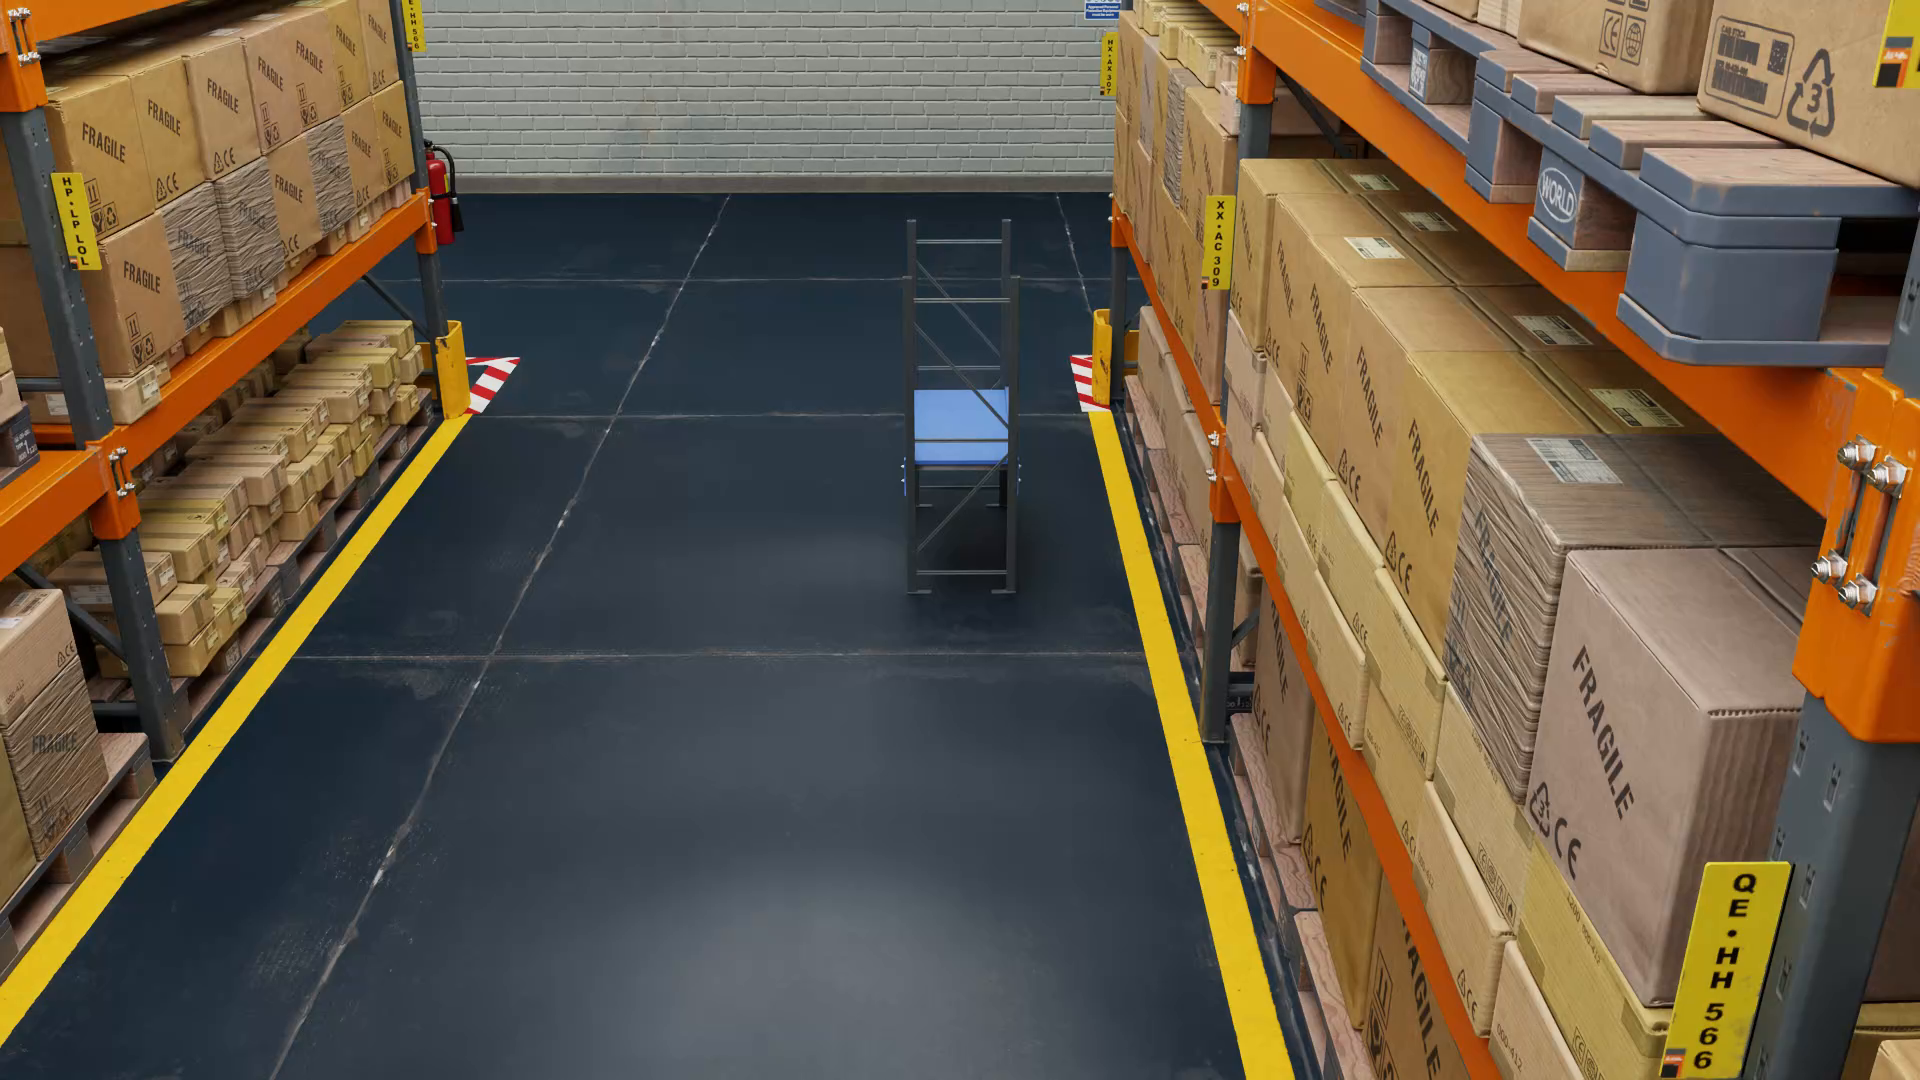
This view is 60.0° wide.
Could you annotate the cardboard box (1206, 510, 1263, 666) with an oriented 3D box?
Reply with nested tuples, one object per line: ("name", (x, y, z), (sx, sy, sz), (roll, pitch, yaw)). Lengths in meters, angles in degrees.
("cardboard box", (1.544, 0.123, 6.939), (0.875, 0.438, 0.875), (-1, 24, -1))

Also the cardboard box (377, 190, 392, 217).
("cardboard box", (-3.297, -1.829, 8.958), (0.380, 0.149, 0.250), (0, 24, -1))

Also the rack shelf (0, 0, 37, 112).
("rack shelf", (-3.483, -0.745, 3.491), (1.077, 0.370, 4.000), (0, 24, -1))

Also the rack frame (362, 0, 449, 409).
("rack frame", (-3.549, -2.179, 9.427), (1.000, 3.000, 0.127), (0, 24, -1))

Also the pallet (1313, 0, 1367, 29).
("pallet", (1.503, -1.496, 4.511), (0.805, 0.209, 1.217), (-1, 24, -3))

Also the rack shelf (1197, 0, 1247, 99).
("rack shelf", (1.422, -2.457, 7.276), (1.077, 0.370, 4.000), (0, 24, -1))

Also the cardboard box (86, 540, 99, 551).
("cardboard box", (-3.862, 0.091, 6.997), (0.380, 0.149, 0.250), (-1, 24, -2))

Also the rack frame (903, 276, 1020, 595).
("rack frame", (0.006, -0.439, 7.400), (0.500, 1.500, 0.032), (0, 24, -1))

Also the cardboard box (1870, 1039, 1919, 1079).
("cardboard box", (1.261, 0.868, 1.699), (0.500, 0.500, 0.500), (-1, 24, -2))

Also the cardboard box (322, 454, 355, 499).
("cardboard box", (-3.249, -0.321, 8.270), (0.380, 0.149, 0.250), (0, 24, 0))

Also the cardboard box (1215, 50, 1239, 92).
("cardboard box", (1.214, -1.833, 6.540), (0.380, 0.149, 0.250), (0, 24, -1))

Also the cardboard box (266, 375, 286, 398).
("cardboard box", (-3.762, -0.776, 8.915), (0.380, 0.149, 0.250), (0, 24, 0))

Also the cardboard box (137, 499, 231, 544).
("cardboard box", (-3.297, -0.055, 6.959), (0.380, 0.149, 0.250), (-1, 24, -1))

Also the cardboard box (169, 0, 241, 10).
("cardboard box", (-3.797, -2.421, 8.268), (0.500, 0.500, 0.500), (0, 24, 1))

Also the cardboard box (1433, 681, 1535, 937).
("cardboard box", (1.219, 0.485, 3.114), (0.500, 0.250, 0.500), (-1, 24, -2))

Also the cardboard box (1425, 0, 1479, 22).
("cardboard box", (1.178, -1.275, 3.157), (0.500, 0.500, 0.500), (0, 24, 0))

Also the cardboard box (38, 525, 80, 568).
("cardboard box", (-3.812, 0.056, 6.715), (0.380, 0.149, 0.250), (0, 24, 0))

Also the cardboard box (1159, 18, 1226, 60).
("cardboard box", (1.102, -2.253, 7.469), (0.380, 0.149, 0.250), (-1, 24, -2))

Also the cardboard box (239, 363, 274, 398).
("cardboard box", (-3.799, -0.805, 8.619), (0.380, 0.149, 0.250), (-1, 24, -3))

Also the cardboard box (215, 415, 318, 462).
("cardboard box", (-3.293, -0.481, 7.901), (0.380, 0.149, 0.250), (0, 24, 0))

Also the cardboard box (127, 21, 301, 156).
("cardboard box", (-3.266, -1.987, 7.308), (0.500, 0.500, 0.500), (-1, 24, -2))

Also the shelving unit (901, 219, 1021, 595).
("shelving unit", (0.001, -0.648, 7.863), (0.538, 1.500, 1.048), (0, 24, -1))

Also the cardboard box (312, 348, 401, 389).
("cardboard box", (-3.214, -0.915, 8.862), (0.380, 0.149, 0.250), (-1, 24, -2))

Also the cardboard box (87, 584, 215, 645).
("cardboard box", (-3.189, 0.291, 6.556), (0.380, 0.149, 0.250), (1, 24, 2))

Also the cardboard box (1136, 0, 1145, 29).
("cardboard box", (1.089, -2.676, 8.406), (0.380, 0.149, 0.250), (0, 24, 1))

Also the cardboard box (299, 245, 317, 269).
("cardboard box", (-3.336, -1.400, 8.010), (0.380, 0.149, 0.250), (-1, 24, -3))

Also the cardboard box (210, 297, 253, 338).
("cardboard box", (-3.248, -0.966, 7.051), (0.380, 0.149, 0.250), (0, 24, 0))

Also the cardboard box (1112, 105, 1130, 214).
("cardboard box", (1.118, -2.089, 9.108), (0.500, 0.500, 0.500), (0, 24, -1))

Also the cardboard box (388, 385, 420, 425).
("cardboard box", (-3.230, -0.750, 9.217), (0.380, 0.149, 0.250), (0, 24, 1))

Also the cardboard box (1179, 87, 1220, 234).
("cardboard box", (1.165, -1.498, 6.587), (0.500, 0.500, 0.500), (-1, 24, -1))

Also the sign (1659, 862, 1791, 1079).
("sign", (0.932, 0.530, 2.033), (0.100, 0.325, 0.005), (0, 24, -1))

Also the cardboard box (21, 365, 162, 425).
("cardboard box", (-3.181, -0.534, 6.096), (0.380, 0.149, 0.250), (1, 24, 1))

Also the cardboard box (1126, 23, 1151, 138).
("cardboard box", (1.133, -2.332, 8.431), (0.500, 0.500, 0.500), (-1, 24, -2))

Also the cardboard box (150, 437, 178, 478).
("cardboard box", (-3.857, -0.376, 7.670), (0.380, 0.149, 0.250), (-1, 24, -2))

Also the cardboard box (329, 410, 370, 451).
("cardboard box", (-3.231, -0.563, 8.444), (0.380, 0.149, 0.250), (0, 24, 0))

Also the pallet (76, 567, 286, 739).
("pallet", (-3.548, 0.464, 6.969), (1.003, 0.211, 1.213), (0, 24, -1))

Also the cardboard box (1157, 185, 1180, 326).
("cardboard box", (1.152, -1.249, 7.250), (0.500, 0.500, 0.500), (-1, 24, -1))

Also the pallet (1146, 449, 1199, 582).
("pallet", (1.497, -0.141, 8.307), (1.003, 0.211, 1.213), (0, 24, -1))

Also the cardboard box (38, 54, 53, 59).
("cardboard box", (-3.791, -1.573, 6.391), (0.500, 0.500, 0.500), (-1, 24, -2))

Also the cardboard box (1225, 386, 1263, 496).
("cardboard box", (1.185, -0.344, 5.552), (0.500, 0.250, 0.500), (-1, 24, -2))

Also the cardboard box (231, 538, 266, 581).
("cardboard box", (-3.298, 0.109, 7.318), (0.380, 0.149, 0.250), (-1, 24, -2))

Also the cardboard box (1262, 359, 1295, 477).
("cardboard box", (1.200, -0.356, 4.974), (0.500, 0.250, 0.500), (0, 24, 0))

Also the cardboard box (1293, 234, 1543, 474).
("cardboard box", (1.197, -0.497, 4.373), (0.500, 0.500, 0.500), (-1, 24, -2))

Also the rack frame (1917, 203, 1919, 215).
("rack frame", (1.487, -1.680, 1.044), (1.000, 3.000, 0.127), (0, 24, -1))

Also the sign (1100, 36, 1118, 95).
("sign", (0.845, -2.673, 9.374), (0.100, 0.325, 0.005), (0, 24, -1))

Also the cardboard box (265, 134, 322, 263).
("cardboard box", (-3.276, -1.549, 7.553), (0.500, 0.500, 0.500), (1, 24, 2))

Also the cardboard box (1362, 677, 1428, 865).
("cardboard box", (1.212, 0.497, 3.693), (0.500, 0.250, 0.500), (0, 24, -1))

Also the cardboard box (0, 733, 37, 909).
("cardboard box", (-3.240, 0.932, 5.072), (0.500, 0.500, 0.500), (-1, 24, -2))

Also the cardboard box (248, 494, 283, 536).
("cardboard box", (-3.300, -0.138, 7.504), (0.380, 0.149, 0.250), (1, 24, 2))

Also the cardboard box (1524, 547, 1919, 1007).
("cardboard box", (1.220, 0.341, 2.522), (0.500, 0.500, 0.500), (-1, 24, -2))
